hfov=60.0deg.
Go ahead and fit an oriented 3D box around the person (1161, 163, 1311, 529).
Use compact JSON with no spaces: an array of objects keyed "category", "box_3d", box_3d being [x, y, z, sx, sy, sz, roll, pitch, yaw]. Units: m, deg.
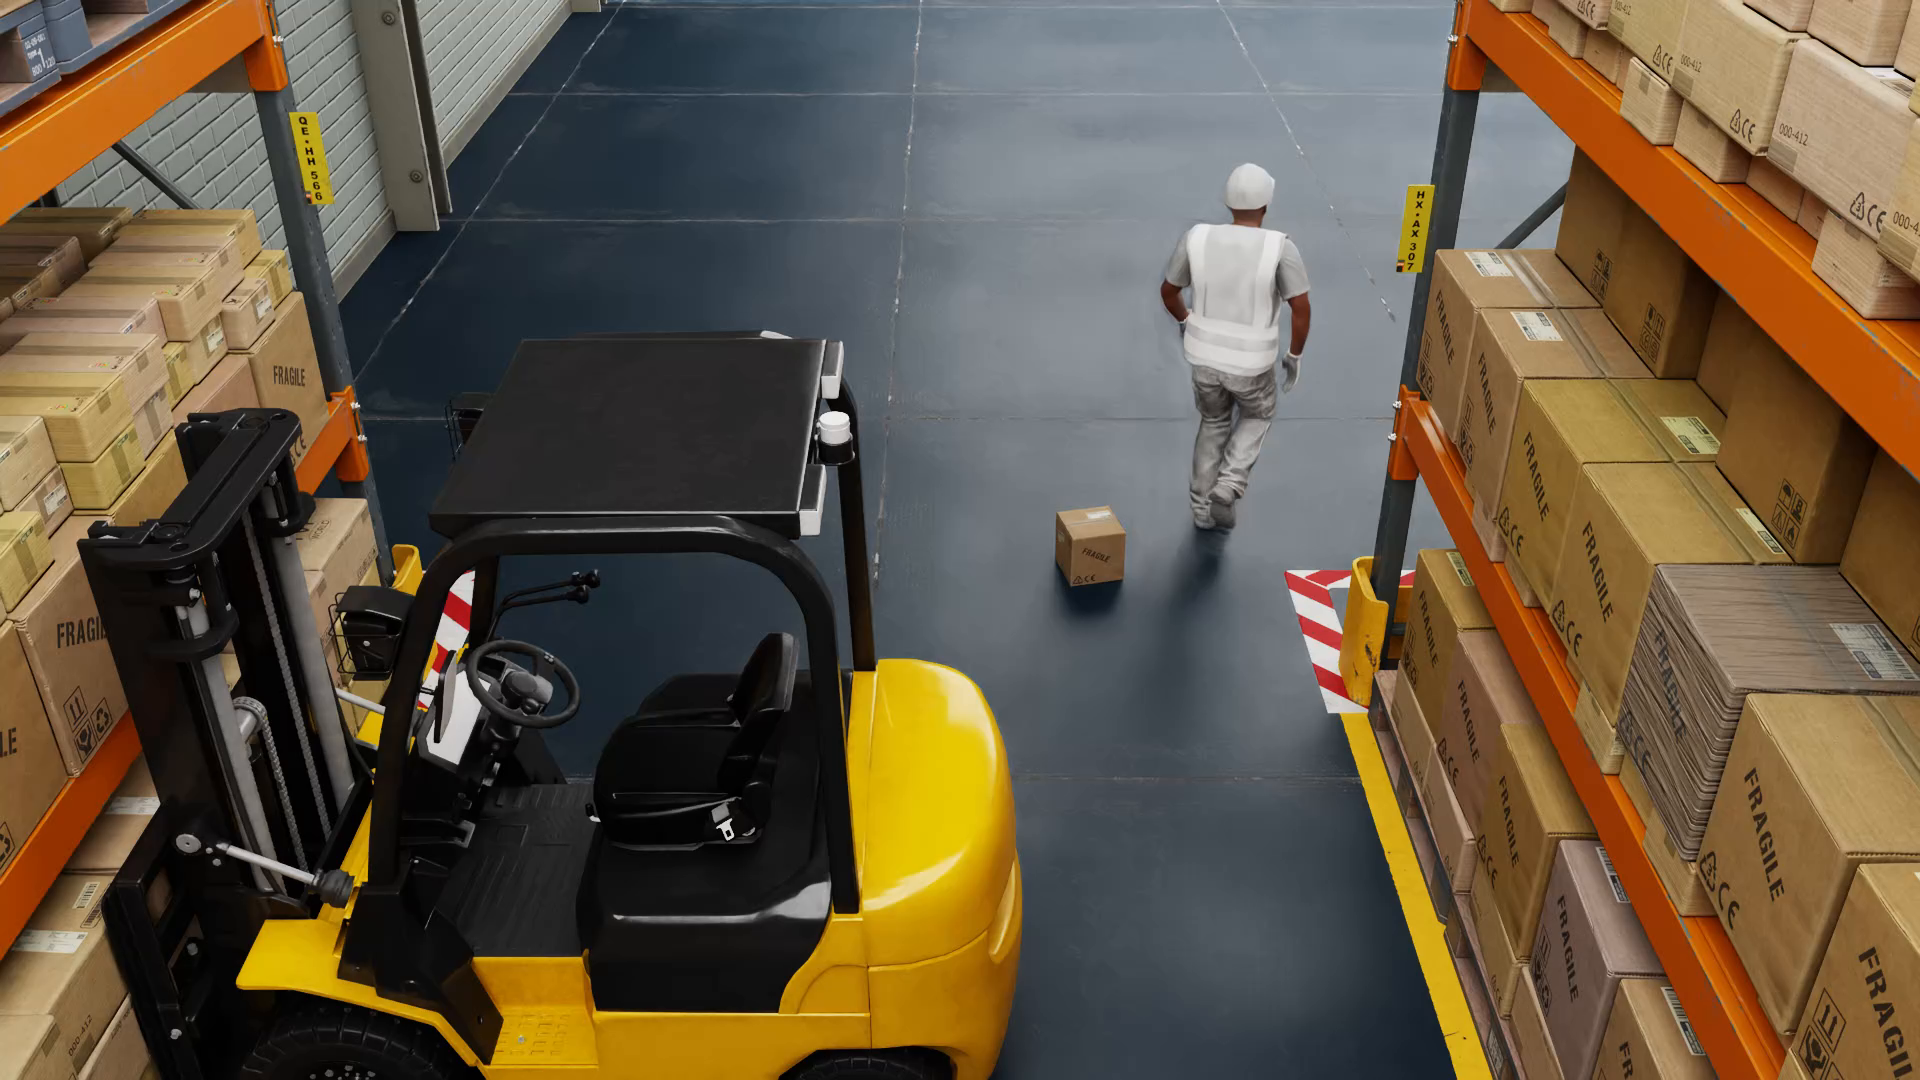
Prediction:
[{"category":"person","box_3d":[1.240,-0.847,7.560,0.711,1.718,0.575,13,34,21]}]
